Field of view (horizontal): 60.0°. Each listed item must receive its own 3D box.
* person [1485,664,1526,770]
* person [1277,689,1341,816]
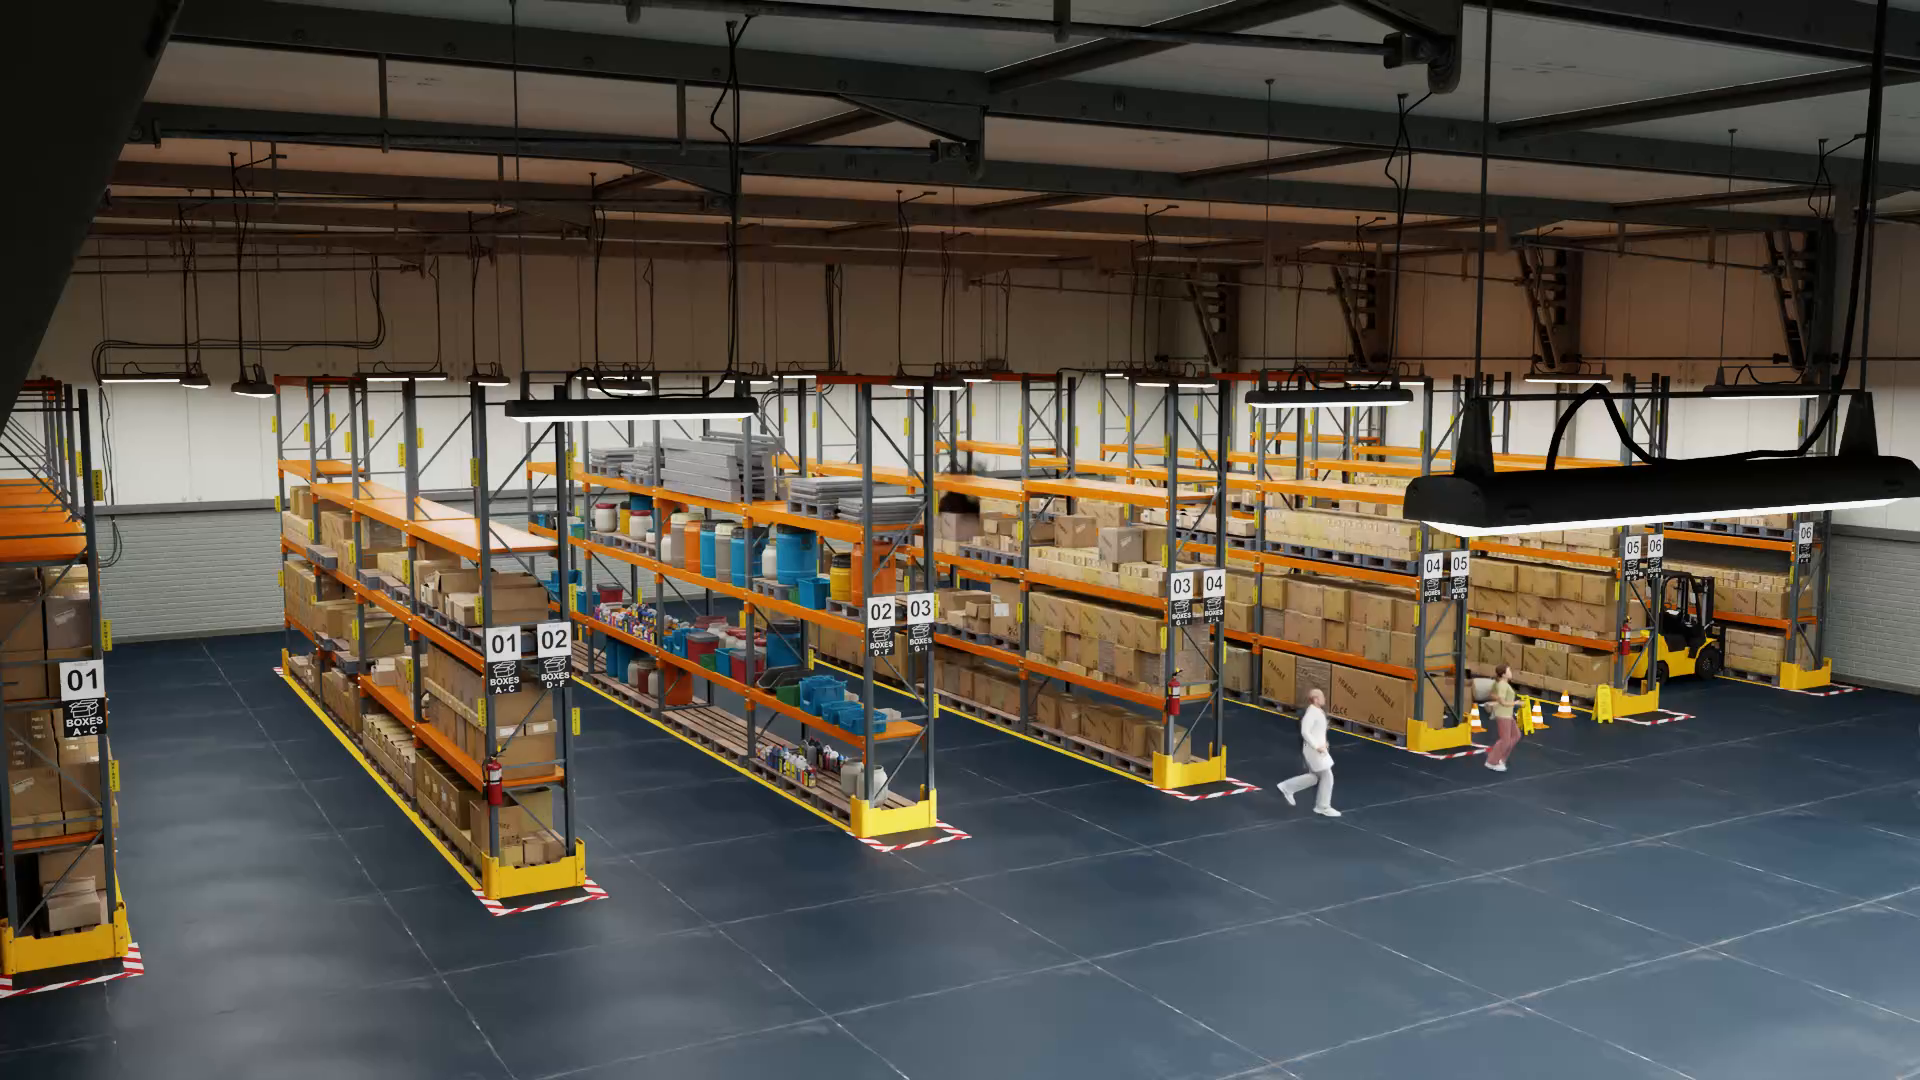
[{"bbox_3d":[8.379,2.735,25.541,0.557,1.682,0.582,2,6,15],"label":"person"},{"bbox_3d":[4.870,2.991,23.147,0.875,1.685,0.739,1,6,10],"label":"person"}]
